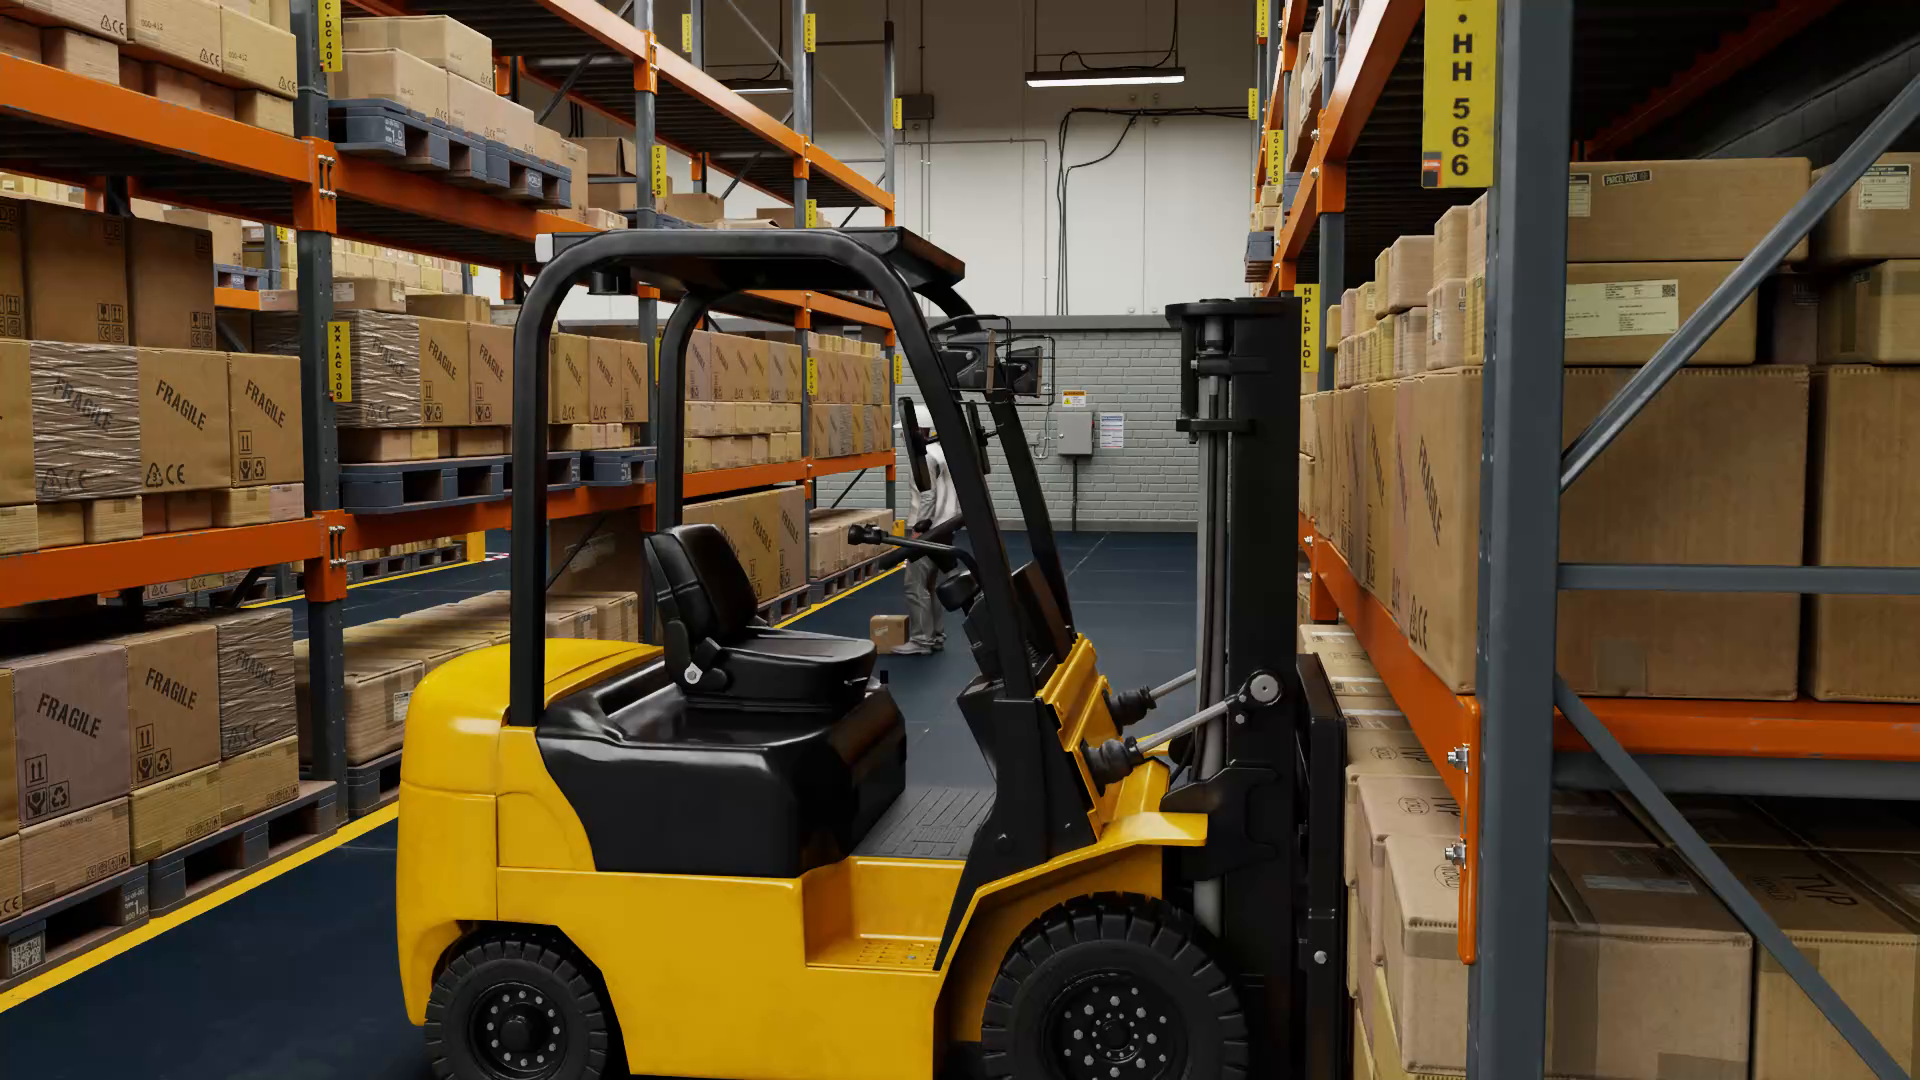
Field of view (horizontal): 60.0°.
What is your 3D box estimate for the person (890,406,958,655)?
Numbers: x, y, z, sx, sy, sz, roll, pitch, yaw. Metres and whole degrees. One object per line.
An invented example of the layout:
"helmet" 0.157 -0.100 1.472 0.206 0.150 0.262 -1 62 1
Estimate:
"person" -0.252 -0.073 11.906 0.476 1.770 0.587 0 4 5
